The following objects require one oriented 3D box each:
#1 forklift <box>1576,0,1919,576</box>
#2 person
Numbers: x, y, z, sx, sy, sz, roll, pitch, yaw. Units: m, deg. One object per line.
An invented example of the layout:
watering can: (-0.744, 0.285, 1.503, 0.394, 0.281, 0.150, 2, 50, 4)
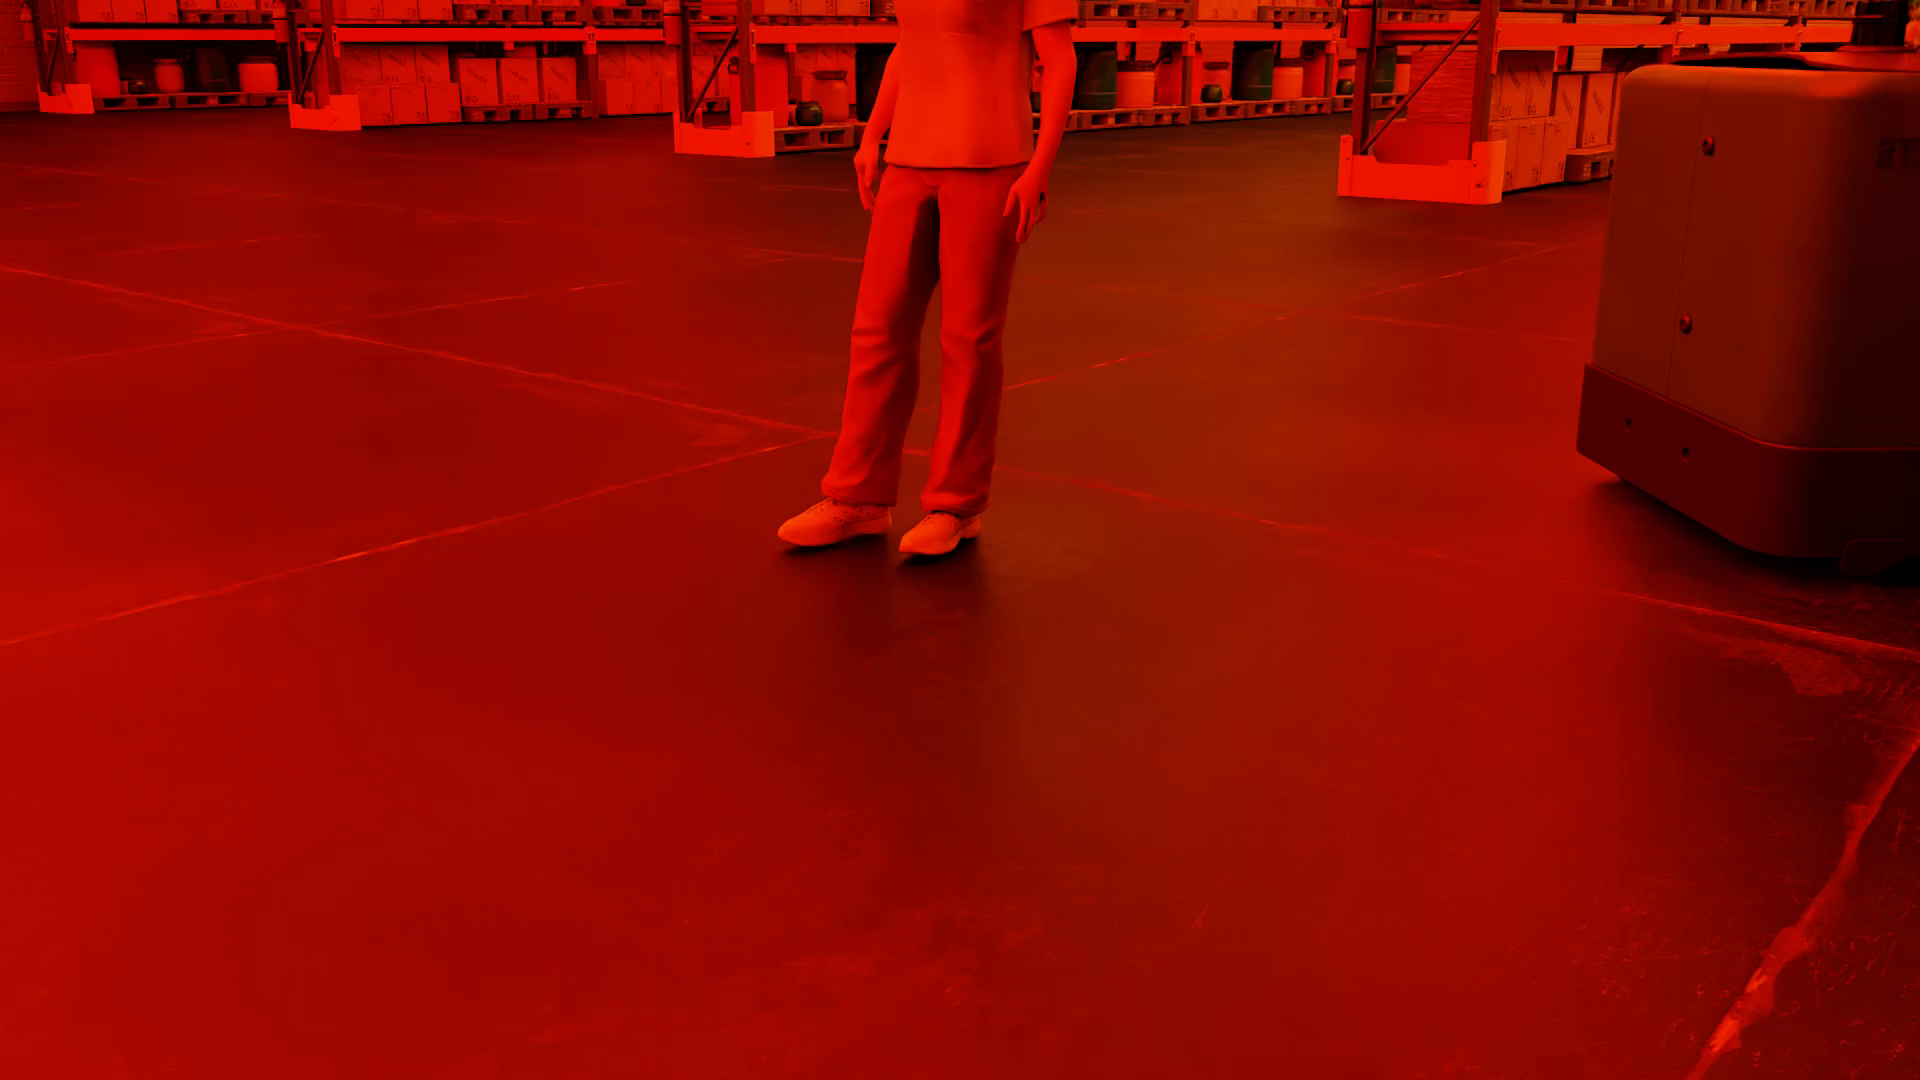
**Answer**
forklift: (3.196, -1.470, 3.737, 3.031, 2.935, 1.130, -1, 17, -3)
person: (-0.056, -0.794, 3.648, 0.554, 1.673, 0.548, 13, 21, 37)
